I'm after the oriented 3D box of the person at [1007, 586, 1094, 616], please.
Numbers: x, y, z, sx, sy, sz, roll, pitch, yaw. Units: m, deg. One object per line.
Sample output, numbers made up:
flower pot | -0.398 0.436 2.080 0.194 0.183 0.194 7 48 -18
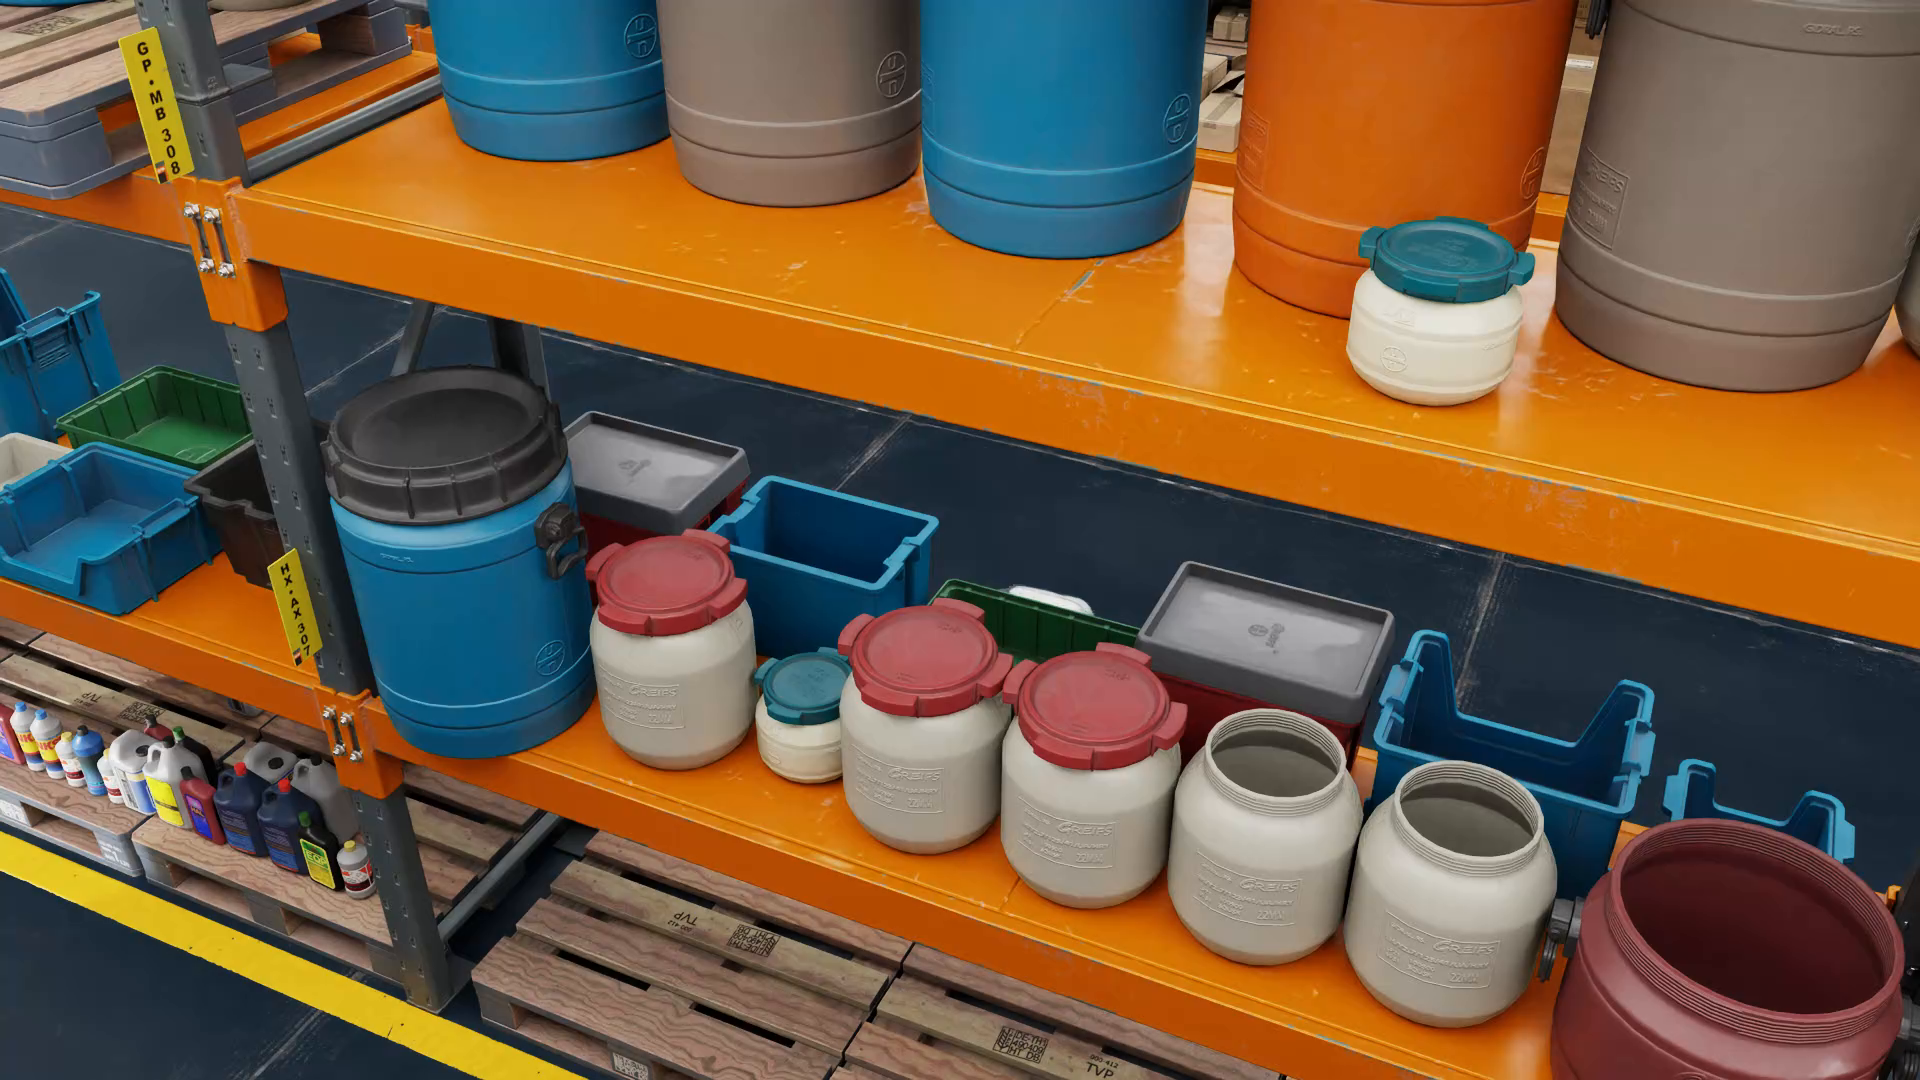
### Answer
person | 0.186 0.679 5.685 0.445 1.049 0.921 13 36 18
